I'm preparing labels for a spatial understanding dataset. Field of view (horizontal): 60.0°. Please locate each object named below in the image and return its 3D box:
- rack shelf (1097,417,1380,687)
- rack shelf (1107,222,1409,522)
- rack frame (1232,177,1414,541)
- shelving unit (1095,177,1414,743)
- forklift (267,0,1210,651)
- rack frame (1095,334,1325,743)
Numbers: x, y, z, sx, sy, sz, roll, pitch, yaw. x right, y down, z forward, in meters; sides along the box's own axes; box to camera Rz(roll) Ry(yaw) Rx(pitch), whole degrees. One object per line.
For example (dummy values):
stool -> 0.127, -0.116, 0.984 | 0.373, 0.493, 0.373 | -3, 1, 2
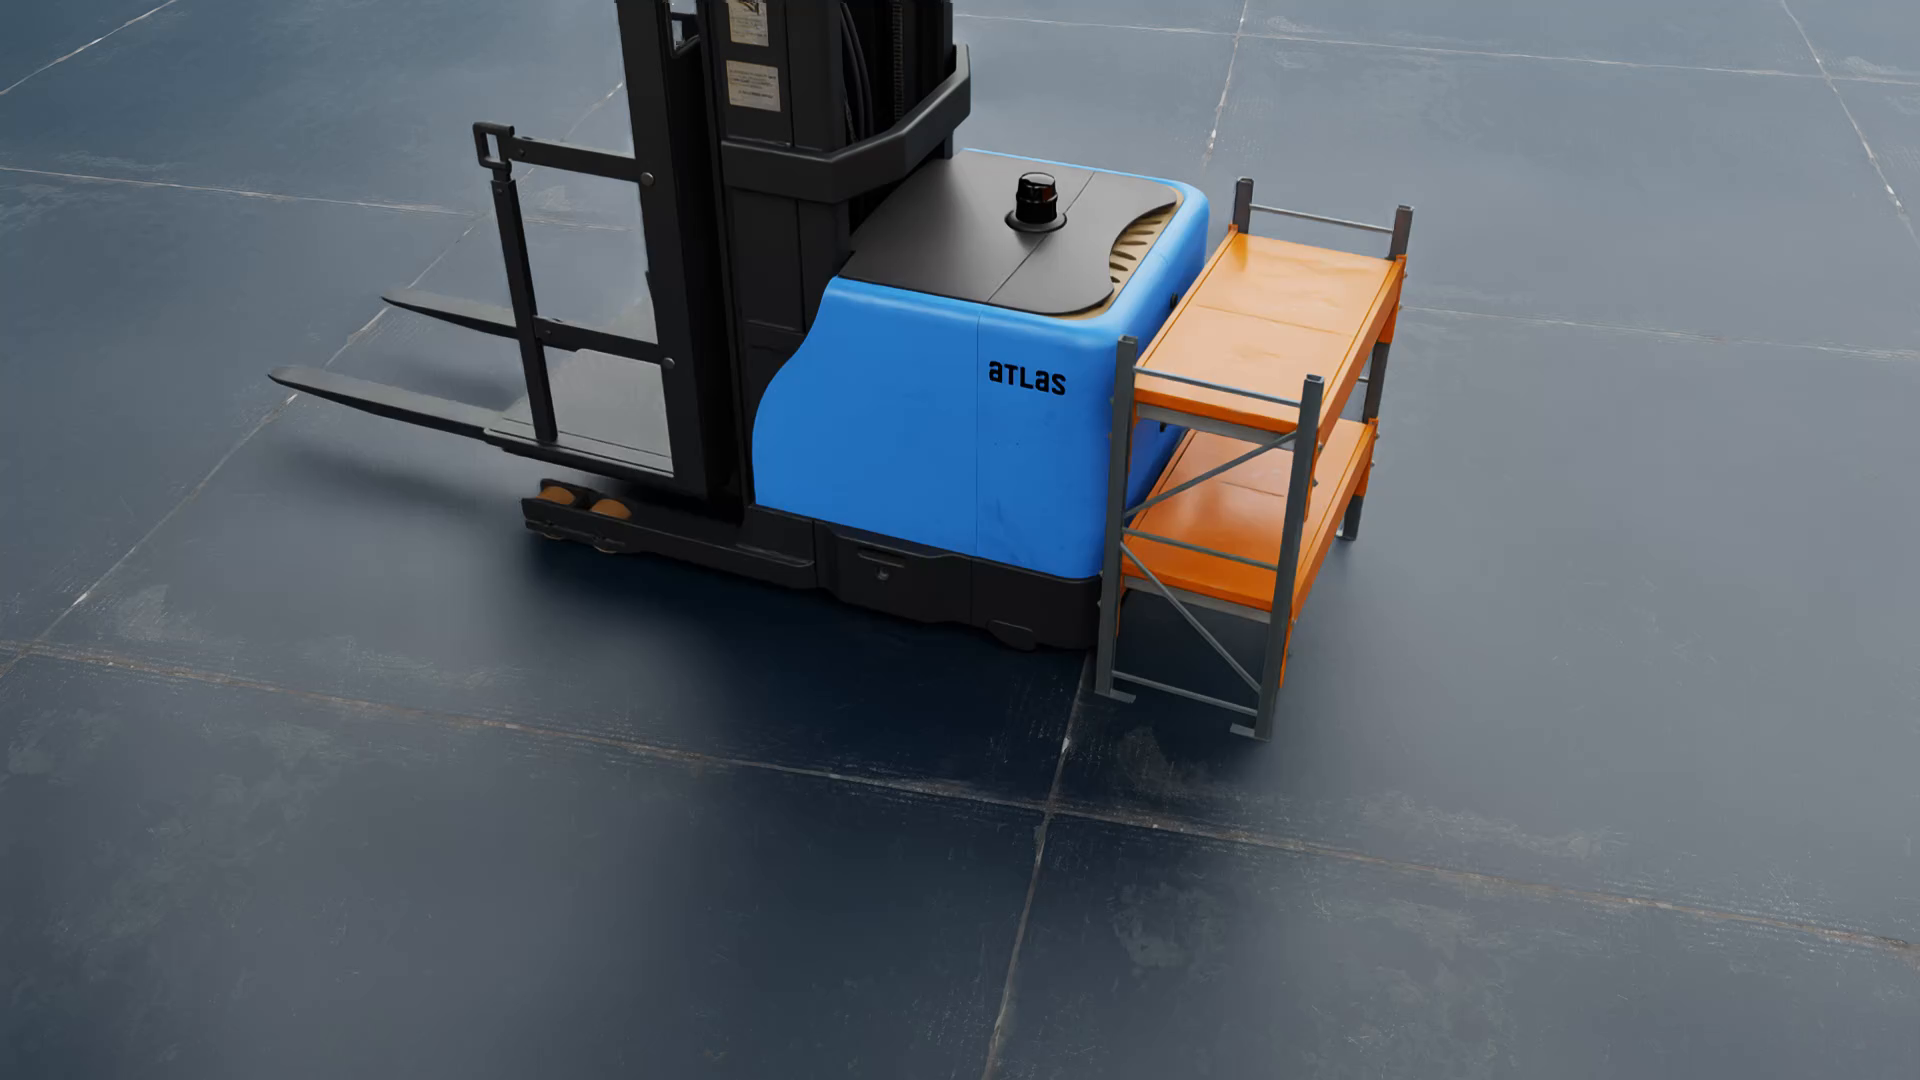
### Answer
rack shelf -> 0.818, -0.049, 4.775 | 0.538, 0.278, 1.000 | 15, 38, 19
rack shelf -> 0.819, -0.484, 4.460 | 0.538, 0.278, 1.000 | 15, 38, 19
rack frame -> 1.025, -0.520, 5.008 | 0.500, 1.125, 0.032 | 15, 38, 19
shelving unit -> 0.819, -0.247, 4.632 | 0.538, 1.125, 1.048 | 15, 38, 19
forklift -> -0.827, -1.417, 4.708 | 3.031, 2.935, 1.130 | 13, 38, 18
rack frame -> 0.612, 0.026, 4.256 | 0.500, 1.125, 0.032 | 15, 38, 19
